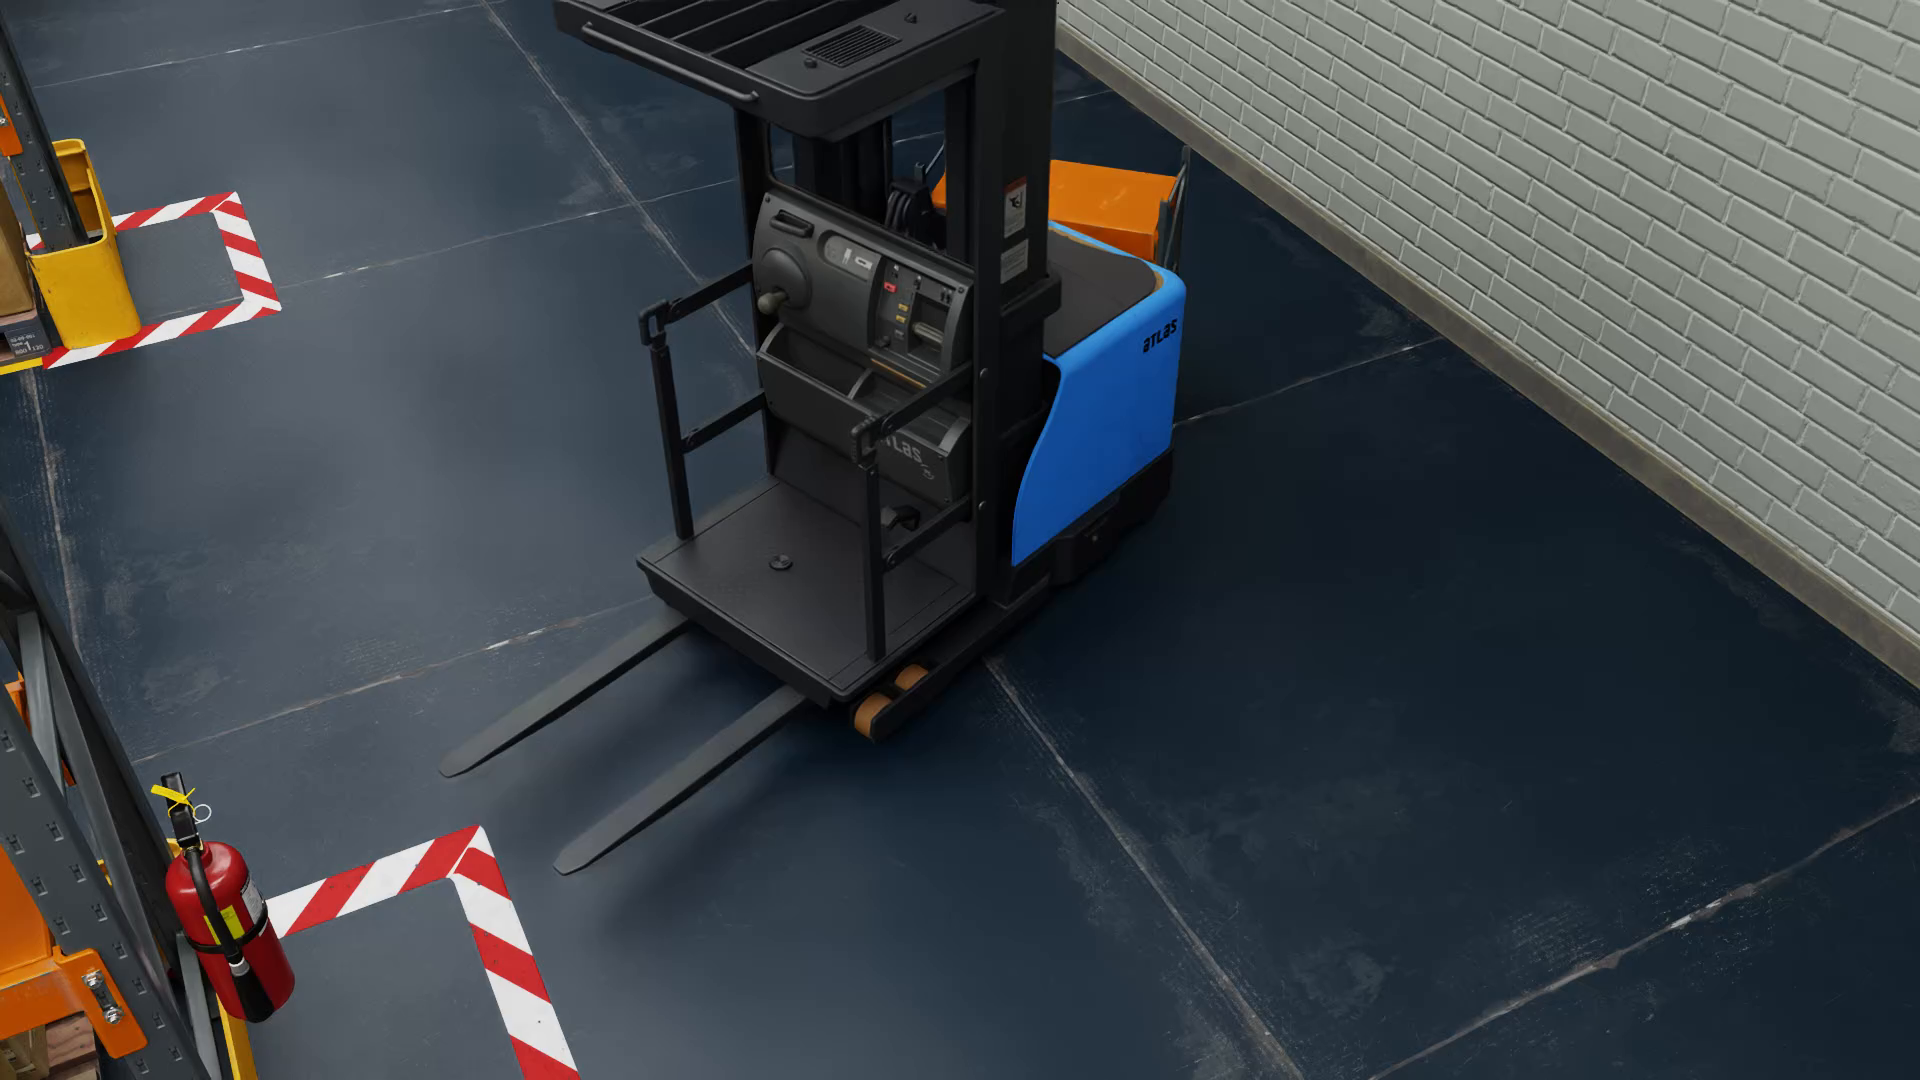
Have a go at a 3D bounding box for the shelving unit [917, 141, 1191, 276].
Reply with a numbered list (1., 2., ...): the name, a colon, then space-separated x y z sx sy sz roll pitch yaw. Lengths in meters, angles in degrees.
1. shelving unit: 0.394 -1.162 7.252 1.048 1.125 0.538 11 42 13

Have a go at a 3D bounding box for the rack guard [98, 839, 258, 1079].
1. rack guard: -2.194 1.448 4.653 0.348 0.500 1.175 -19 44 -21

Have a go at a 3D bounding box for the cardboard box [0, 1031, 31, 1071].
1. cardboard box: -2.710 1.294 4.550 0.250 0.149 0.380 -17 43 -19

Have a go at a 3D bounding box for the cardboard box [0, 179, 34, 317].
1. cardboard box: -4.859 -1.514 7.536 0.875 0.875 0.875 -19 44 -21

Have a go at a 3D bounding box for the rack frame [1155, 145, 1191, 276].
1. rack frame: 0.880 -1.065 7.138 0.032 1.125 0.500 11 42 13

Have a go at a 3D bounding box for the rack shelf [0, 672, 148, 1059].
1. rack shelf: -3.901 1.342 3.399 4.000 0.370 1.077 -19 44 -21

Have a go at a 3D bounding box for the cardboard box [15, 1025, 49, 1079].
1. cardboard box: -2.740 1.372 4.690 0.250 0.149 0.380 -18 43 -20

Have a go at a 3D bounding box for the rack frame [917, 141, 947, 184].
1. rack frame: -0.092 -1.258 7.365 0.032 1.125 0.500 11 42 13

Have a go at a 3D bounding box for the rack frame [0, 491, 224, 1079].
1. rack frame: -2.127 0.471 3.872 0.127 3.000 1.000 -19 44 -21

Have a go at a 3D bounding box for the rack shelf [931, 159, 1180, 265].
1. rack shelf: 0.394 -1.385 7.063 1.000 0.278 0.538 11 42 13

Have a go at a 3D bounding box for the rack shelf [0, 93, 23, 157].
1. rack shelf: -6.102 -1.530 6.793 4.000 0.370 1.077 -19 44 -21

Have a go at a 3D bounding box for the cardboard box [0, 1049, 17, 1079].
1. cardboard box: -2.480 1.475 4.107 0.250 0.149 0.380 -18 43 -20

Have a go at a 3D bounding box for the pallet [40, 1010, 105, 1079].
1. pallet: -2.931 1.780 4.484 1.213 0.211 1.003 -19 44 -21

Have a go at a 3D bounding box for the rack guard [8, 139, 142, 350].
1. rack guard: -4.307 -1.455 8.082 0.348 0.500 1.175 -19 44 -21

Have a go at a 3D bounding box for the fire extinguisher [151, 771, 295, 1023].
1. fire extinguisher: -1.690 0.832 3.794 0.183 0.674 0.296 -19 44 -21

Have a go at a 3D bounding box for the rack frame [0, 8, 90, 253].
1. rack frame: -4.329 -2.402 7.265 0.127 3.000 1.000 -19 44 -21

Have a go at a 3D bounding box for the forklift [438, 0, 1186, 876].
1. forklift: -0.481 -0.781 5.404 1.130 2.935 3.031 30 48 30

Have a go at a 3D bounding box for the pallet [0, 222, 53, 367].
1. pallet: -5.002 -1.054 7.832 1.213 0.211 1.003 -19 44 -21
